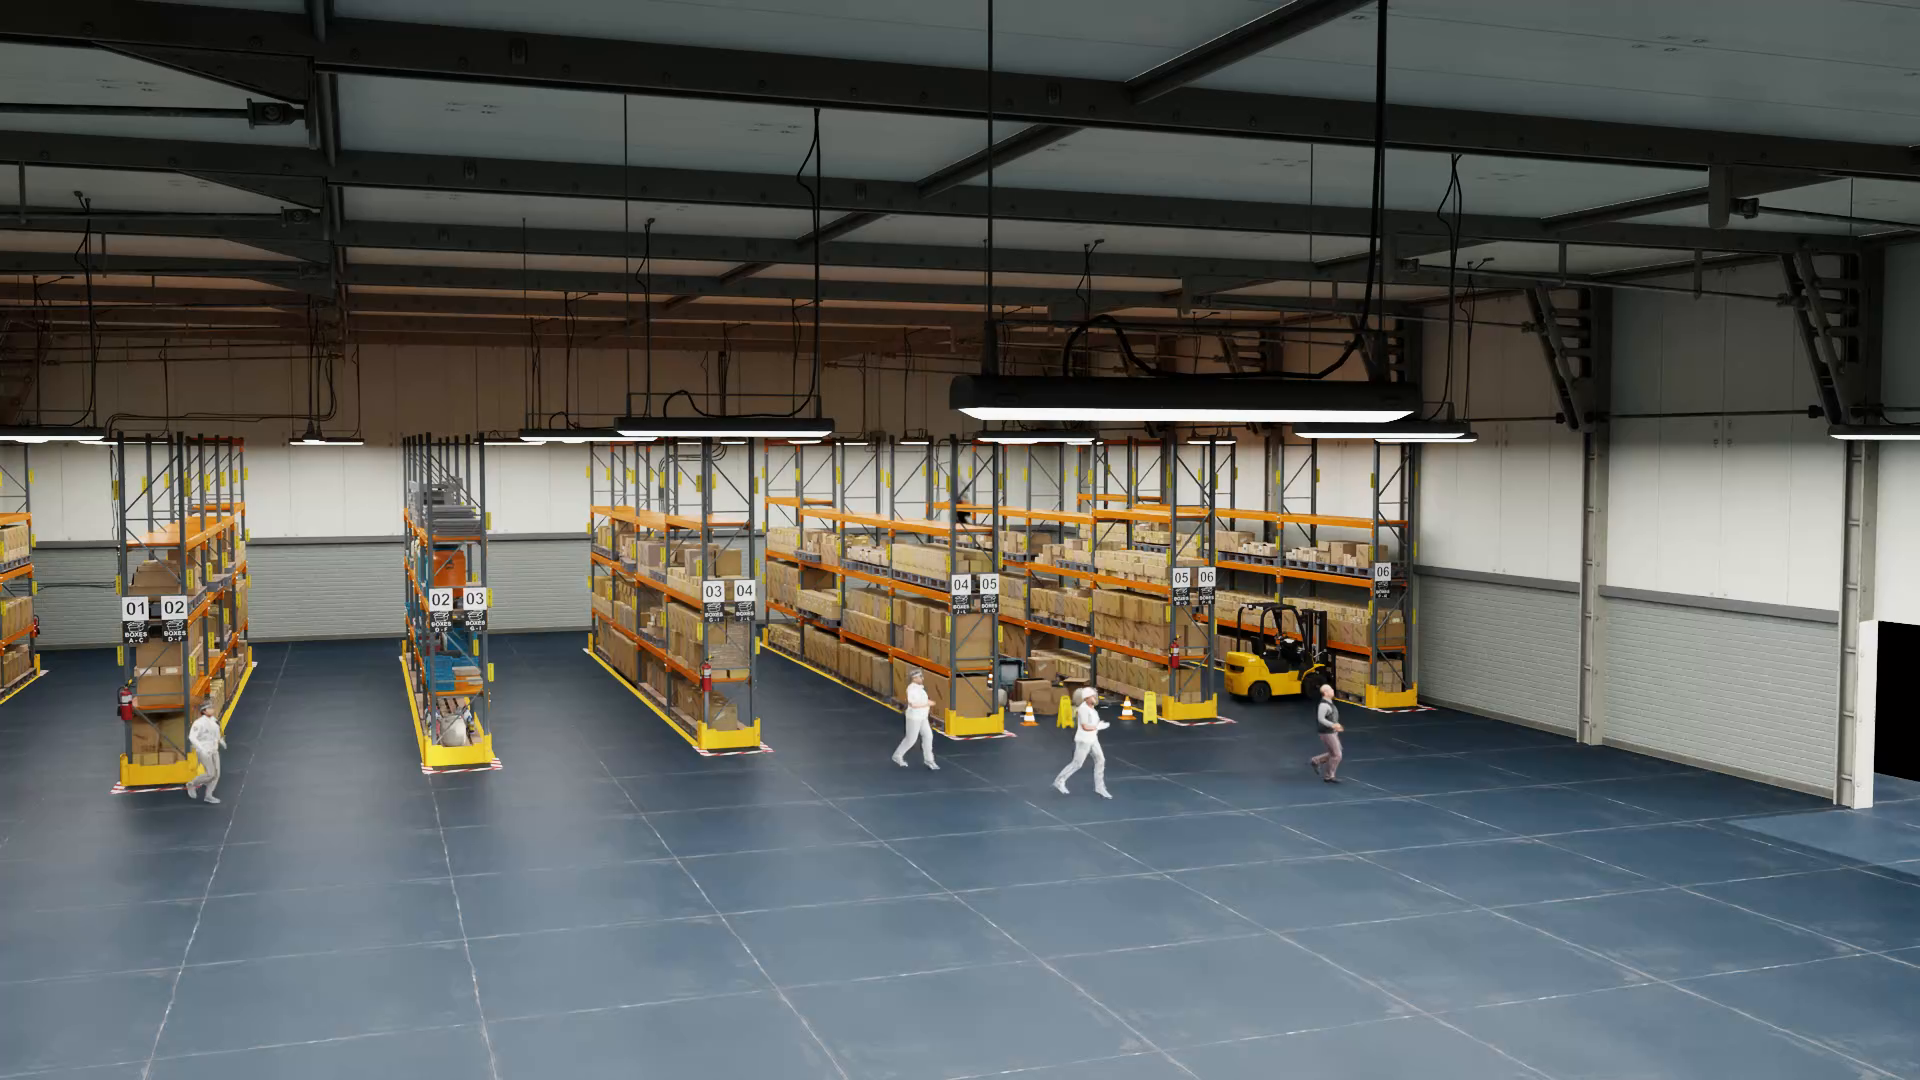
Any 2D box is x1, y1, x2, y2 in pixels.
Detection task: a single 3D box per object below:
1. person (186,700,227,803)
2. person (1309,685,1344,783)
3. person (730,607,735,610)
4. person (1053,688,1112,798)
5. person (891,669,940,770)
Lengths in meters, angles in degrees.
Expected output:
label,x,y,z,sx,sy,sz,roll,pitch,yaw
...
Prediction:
label,x,y,z,sx,sy,sz,roll,pitch,yaw
person,-12.197,3.408,26.882,0.549,1.672,0.640,1,3,12
person,6.275,3.308,28.441,0.611,1.670,0.657,1,3,19
person,-6.790,2.239,48.861,0.569,1.580,0.663,-2,4,-35
person,2.018,3.317,27.239,0.938,1.823,0.696,1,3,20
person,-0.798,3.197,29.583,0.863,1.840,0.649,1,3,16
